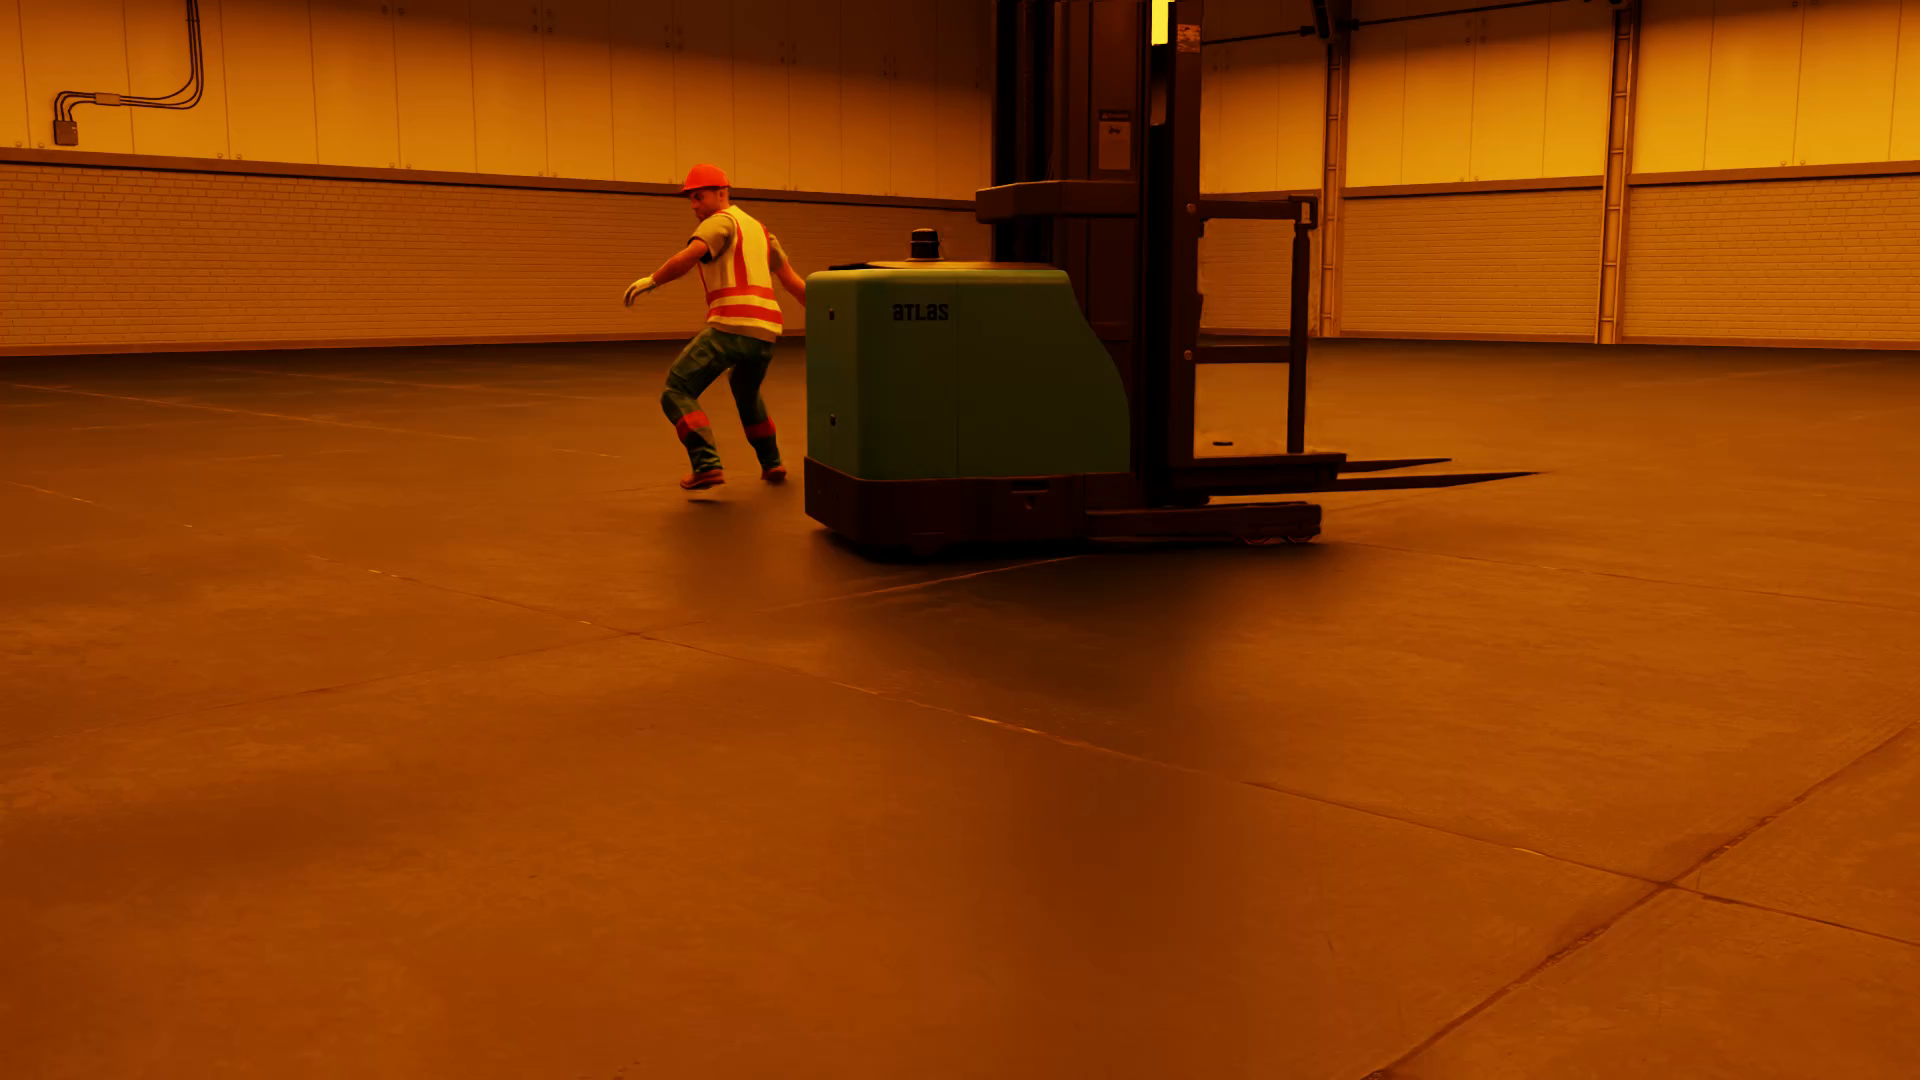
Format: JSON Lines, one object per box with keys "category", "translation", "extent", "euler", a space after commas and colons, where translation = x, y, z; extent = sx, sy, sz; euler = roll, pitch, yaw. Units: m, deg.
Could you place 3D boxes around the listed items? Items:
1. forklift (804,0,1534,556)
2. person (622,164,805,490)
{"category": "forklift", "translation": [0.925, -1.496, 6.807], "extent": [3.031, 2.935, 1.130], "euler": [-3, 9, -18]}
{"category": "person", "translation": [-1.106, -0.997, 8.306], "extent": [0.579, 1.732, 1.128], "euler": [5, 10, 30]}
